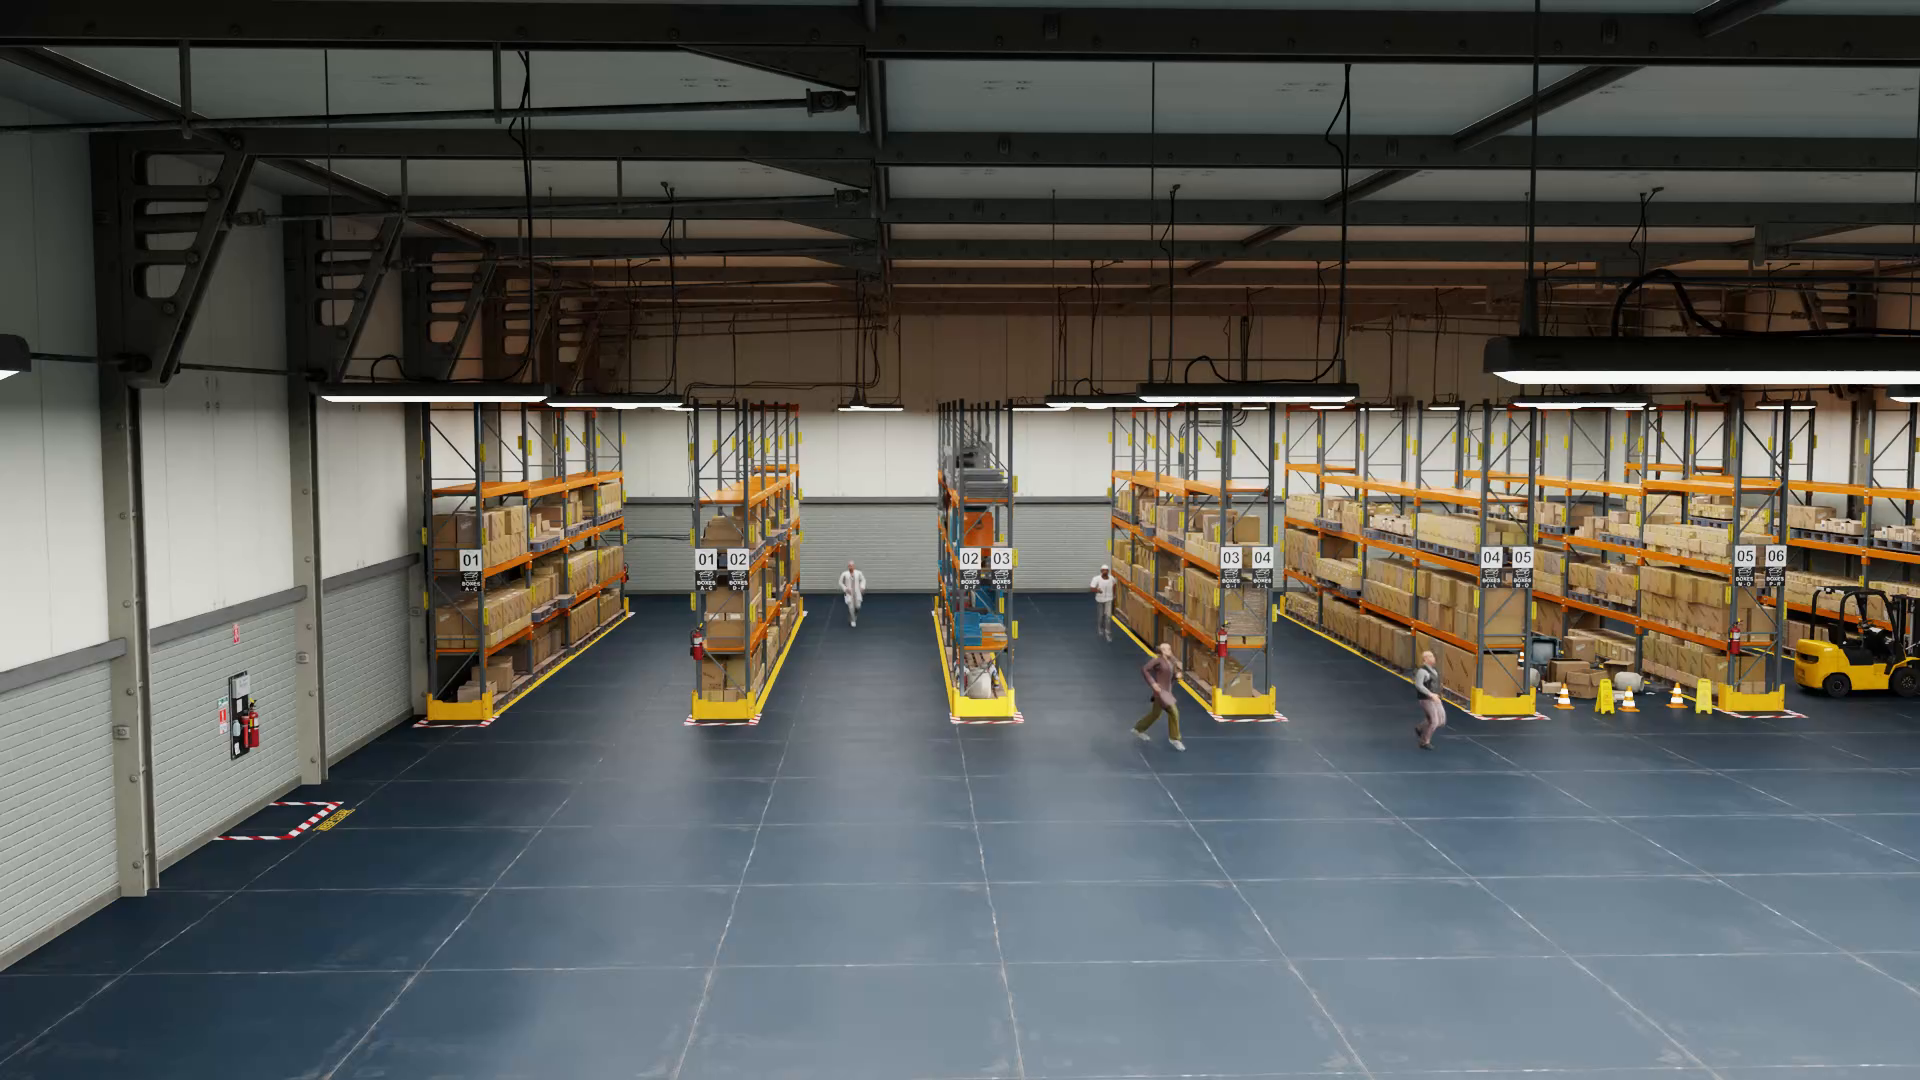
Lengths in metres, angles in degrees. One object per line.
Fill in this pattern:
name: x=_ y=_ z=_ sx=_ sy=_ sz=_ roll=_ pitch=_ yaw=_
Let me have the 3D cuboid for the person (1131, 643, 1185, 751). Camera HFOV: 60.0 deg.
person: x=3.432 y=2.682 z=28.596 sx=1.029 sy=1.843 sz=0.636 roll=2 pitch=5 yaw=23

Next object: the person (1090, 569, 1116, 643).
person: x=3.482 y=1.542 z=40.289 sx=0.676 sy=1.834 sz=0.747 roll=0 pitch=4 yaw=-2

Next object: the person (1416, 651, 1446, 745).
person: x=8.039 y=2.702 z=28.417 sx=0.491 sy=1.624 sz=0.569 roll=3 pitch=5 yaw=37

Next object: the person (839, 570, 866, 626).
person: x=-2.906 y=1.557 z=44.982 sx=0.754 sy=1.527 sz=0.573 roll=-1 pitch=4 yaw=-11

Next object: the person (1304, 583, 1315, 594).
person: x=10.392 y=1.148 z=48.740 sx=0.782 sy=1.744 sz=0.660 roll=-1 pitch=4 yaw=-7
